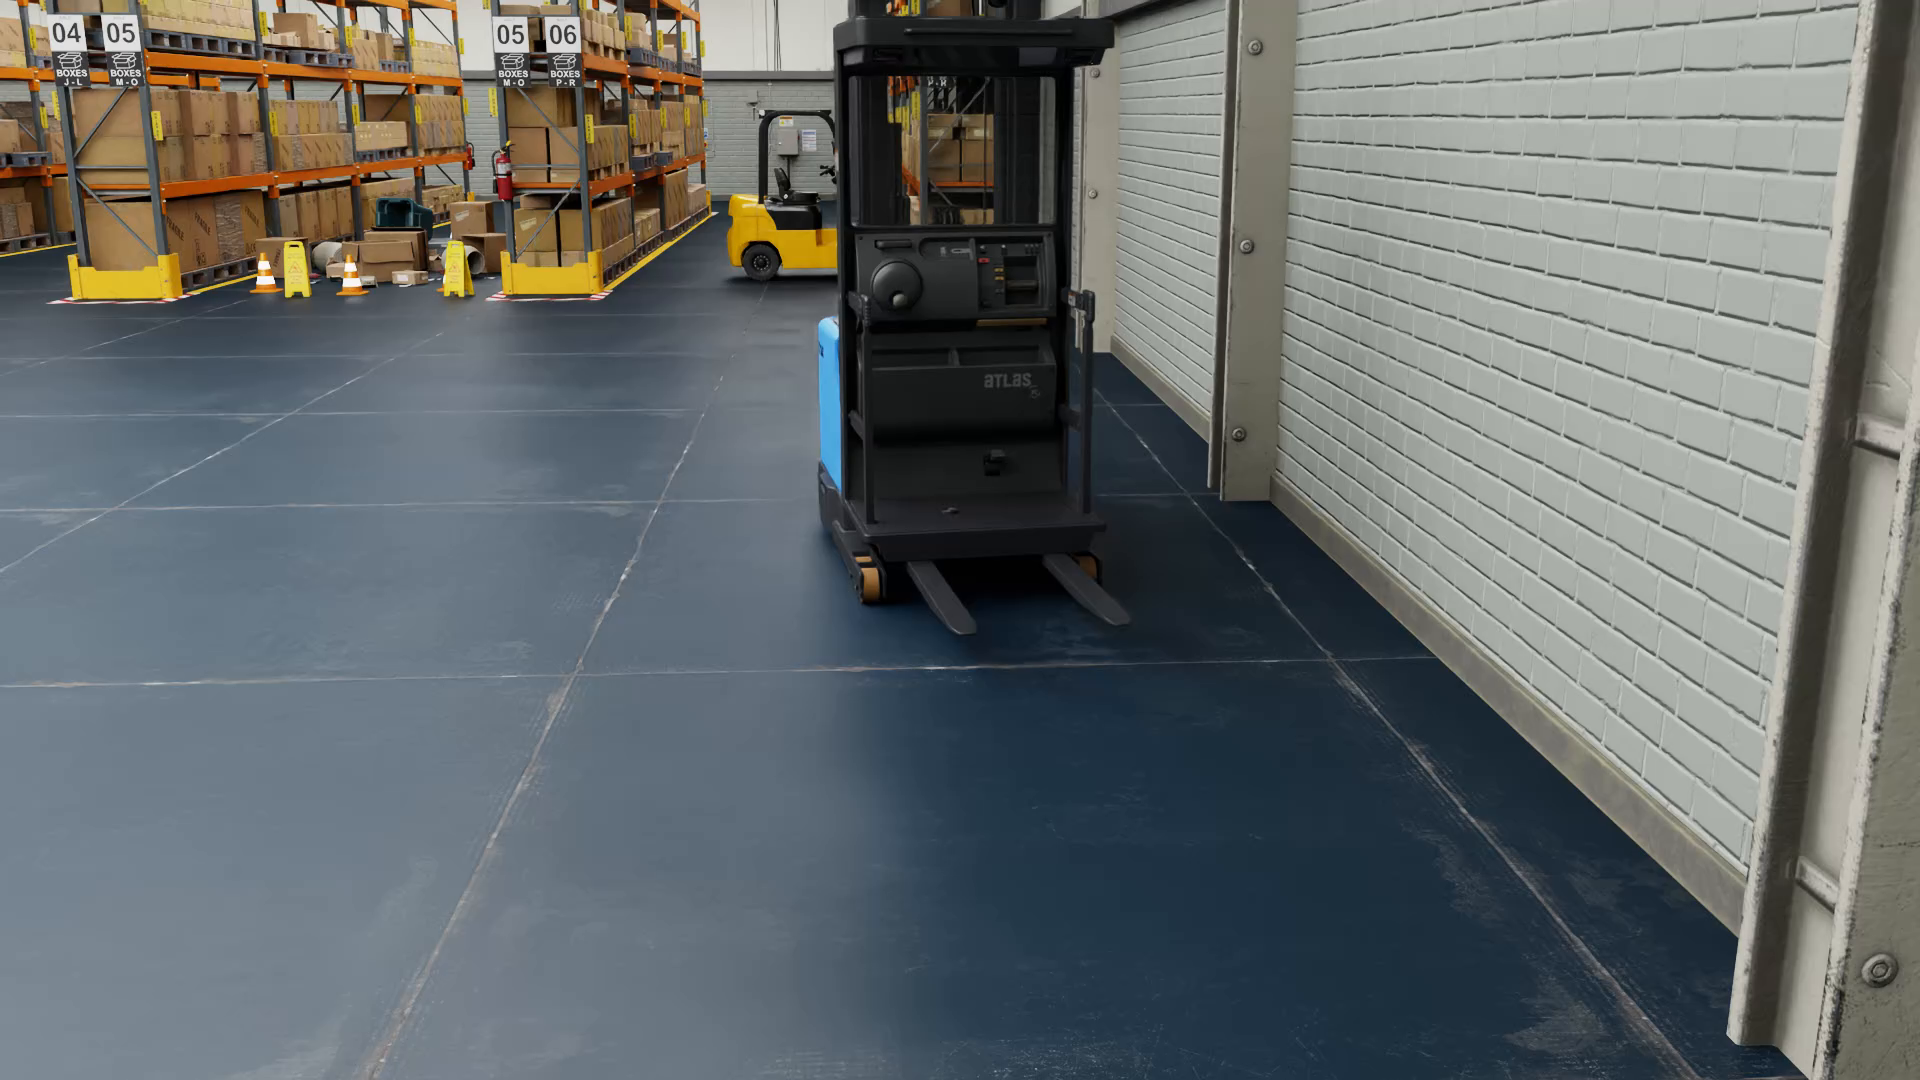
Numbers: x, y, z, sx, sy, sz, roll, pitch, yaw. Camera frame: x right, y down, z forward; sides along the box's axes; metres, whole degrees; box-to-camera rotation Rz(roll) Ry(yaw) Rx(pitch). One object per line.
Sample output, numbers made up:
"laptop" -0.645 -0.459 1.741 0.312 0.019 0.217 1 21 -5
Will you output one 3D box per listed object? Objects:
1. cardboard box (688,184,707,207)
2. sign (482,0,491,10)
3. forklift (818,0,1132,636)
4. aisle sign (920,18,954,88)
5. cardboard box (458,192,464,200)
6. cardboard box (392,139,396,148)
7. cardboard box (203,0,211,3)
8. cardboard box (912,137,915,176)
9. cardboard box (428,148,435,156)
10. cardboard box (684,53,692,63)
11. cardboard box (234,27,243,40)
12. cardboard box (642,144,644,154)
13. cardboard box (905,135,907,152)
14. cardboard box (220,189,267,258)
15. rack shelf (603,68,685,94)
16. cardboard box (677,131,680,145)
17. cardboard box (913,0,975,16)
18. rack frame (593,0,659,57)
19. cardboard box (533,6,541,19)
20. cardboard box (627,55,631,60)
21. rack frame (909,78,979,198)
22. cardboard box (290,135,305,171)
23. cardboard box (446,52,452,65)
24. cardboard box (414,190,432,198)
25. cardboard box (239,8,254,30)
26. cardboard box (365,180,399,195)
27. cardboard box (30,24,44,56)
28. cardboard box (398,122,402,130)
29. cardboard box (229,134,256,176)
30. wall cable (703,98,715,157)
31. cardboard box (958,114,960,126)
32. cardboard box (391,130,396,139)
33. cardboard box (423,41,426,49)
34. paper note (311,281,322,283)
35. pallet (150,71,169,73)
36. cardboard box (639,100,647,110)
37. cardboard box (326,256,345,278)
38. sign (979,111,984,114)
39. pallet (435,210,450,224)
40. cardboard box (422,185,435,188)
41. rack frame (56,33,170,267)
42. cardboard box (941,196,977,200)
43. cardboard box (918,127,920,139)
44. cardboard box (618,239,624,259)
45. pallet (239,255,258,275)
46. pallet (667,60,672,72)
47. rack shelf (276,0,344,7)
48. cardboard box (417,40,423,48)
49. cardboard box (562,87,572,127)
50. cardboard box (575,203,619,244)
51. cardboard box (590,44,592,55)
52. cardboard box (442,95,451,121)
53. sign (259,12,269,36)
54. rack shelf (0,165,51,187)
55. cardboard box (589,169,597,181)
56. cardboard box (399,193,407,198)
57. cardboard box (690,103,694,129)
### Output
"cardboard box" -5.786 -7.223 34.878 0.875 0.438 0.875 -1 14 -5
"sign" -5.491 -6.322 19.280 0.100 0.325 0.005 -1 14 -3
"forklift" 0.029 -1.235 7.444 1.130 2.935 3.031 -3 15 -11
"aisle sign" -0.271 -5.759 19.674 0.394 0.787 0.004 -1 14 -3
"cardboard box" -10.544 -7.161 34.621 0.380 0.149 0.250 -1 14 -5
"cardboard box" -10.346 -7.124 29.855 0.380 0.149 0.250 -2 15 -6
"cardboard box" -9.682 -6.842 20.941 0.380 0.149 0.250 -1 14 -3
"cardboard box" -0.371 -5.070 22.009 0.500 0.500 0.500 -1 14 -3
"cardboard box" -10.425 -7.540 32.318 0.380 0.149 0.250 -1 14 -2
"cardboard box" -5.809 -9.944 34.394 0.500 0.250 0.500 -2 15 -9
"cardboard box" -9.743 -6.707 22.016 0.380 0.149 0.250 -1 14 -3
"cardboard box" -4.991 -5.920 25.178 0.380 0.149 0.250 -1 14 -3
"cardboard box" -0.554 -5.932 24.858 0.500 0.250 0.500 -1 14 -5
"cardboard box" -10.149 -4.354 22.850 0.875 0.875 0.875 -1 14 -3
"rack shelf" -5.555 -8.035 29.160 1.077 0.370 4.000 -1 14 -3
"cardboard box" -5.333 -7.239 29.939 0.500 0.250 0.500 -1 14 -2
"cardboard box" -0.214 -6.785 21.605 0.797 0.503 0.637 0 14 -2
"rack frame" -5.431 -9.339 26.763 1.000 3.000 0.127 -1 14 -3
"cardboard box" -5.229 -6.305 19.897 0.380 0.149 0.250 -1 14 -2
"cardboard box" -5.308 -7.557 25.651 0.797 0.503 0.637 -1 14 -3
"rack frame" -0.230 -5.516 23.946 1.000 3.000 0.127 -1 14 -3
"cardboard box" -9.914 -5.646 24.250 0.500 0.500 0.500 -1 14 -3
"cardboard box" -10.546 -9.706 33.507 0.500 0.250 0.500 -1 14 -5
"cardboard box" -10.490 -6.722 32.318 0.380 0.149 0.250 -1 14 -5
"cardboard box" -9.831 -6.994 22.332 0.500 0.250 0.500 -1 14 -4
"cardboard box" -10.249 -6.242 29.436 0.500 0.250 0.500 -2 15 -6
"cardboard box" -15.432 -8.137 27.062 0.797 0.503 0.637 0 14 0
"cardboard box" -10.376 -7.533 30.251 0.380 0.149 0.250 -1 14 -5
"cardboard box" -10.026 -5.182 22.345 0.875 0.550 0.550 -1 14 -3
"wall cable" -6.300 -10.332 40.562 0.585 1.953 0.123 -1 14 -3
"cardboard box" 0.156 -5.373 21.289 0.380 0.149 0.250 0 14 -2
"cardboard box" -10.340 -7.261 29.793 0.380 0.149 0.250 -1 14 -5
"cardboard box" -10.452 -9.477 31.818 0.380 0.149 0.250 -1 14 -5
"paper note" -8.270 -3.309 21.331 0.144 0.017 0.142 4 15 16
"pallet" -15.610 -8.889 31.211 1.003 0.211 1.213 -1 14 -3
"cardboard box" -5.048 -6.741 25.763 0.380 0.149 0.250 -2 15 -6
"cardboard box" -8.173 -3.614 22.039 0.396 0.266 0.258 2 15 6
"sign" 0.324 -5.983 23.863 0.100 0.325 0.005 -1 14 -3
"pallet" -10.769 -6.447 33.159 1.003 0.211 1.213 -1 14 -3
"cardboard box" -11.031 -7.230 34.291 0.380 0.149 0.250 -1 14 -2
"rack frame" -9.870 -4.342 19.383 1.000 3.000 0.127 -1 14 -3
"cardboard box" -0.006 -4.753 23.647 0.500 0.250 0.500 -1 14 -2
"cardboard box" -0.328 -5.029 20.550 0.380 0.149 0.250 -1 14 -3
"cardboard box" -4.809 -3.909 22.373 0.500 0.250 0.500 -1 14 -3
"pallet" -10.149 -3.796 22.857 1.003 0.211 1.213 -1 14 -3
"pallet" -5.596 -8.232 28.860 1.003 0.211 1.213 0 14 -1
"rack shelf" -10.242 -8.198 24.575 1.077 0.370 4.000 -1 14 -3
"cardboard box" -10.416 -9.413 31.569 0.380 0.149 0.250 -1 14 -5
"cardboard box" -5.209 -5.370 20.574 0.700 0.500 0.500 -1 14 -3
"cardboard box" -4.771 -4.144 21.784 0.500 0.500 0.500 -1 14 -2
"cardboard box" -4.760 -6.054 20.520 0.380 0.149 0.250 -1 14 -4
"cardboard box" -10.512 -8.633 33.255 0.500 0.500 0.500 0 14 -1
"sign" -9.564 -7.087 22.836 0.100 0.325 0.005 -1 14 -3
"rack shelf" -15.198 -5.435 25.072 1.077 0.370 4.000 -1 14 -3
"cardboard box" -4.715 -4.540 20.654 0.380 0.149 0.250 -1 14 -5
"cardboard box" -10.285 -6.012 30.045 0.500 0.500 0.500 -1 14 -5
"cardboard box" -5.512 -8.336 32.699 0.500 0.500 0.500 -1 14 -2
